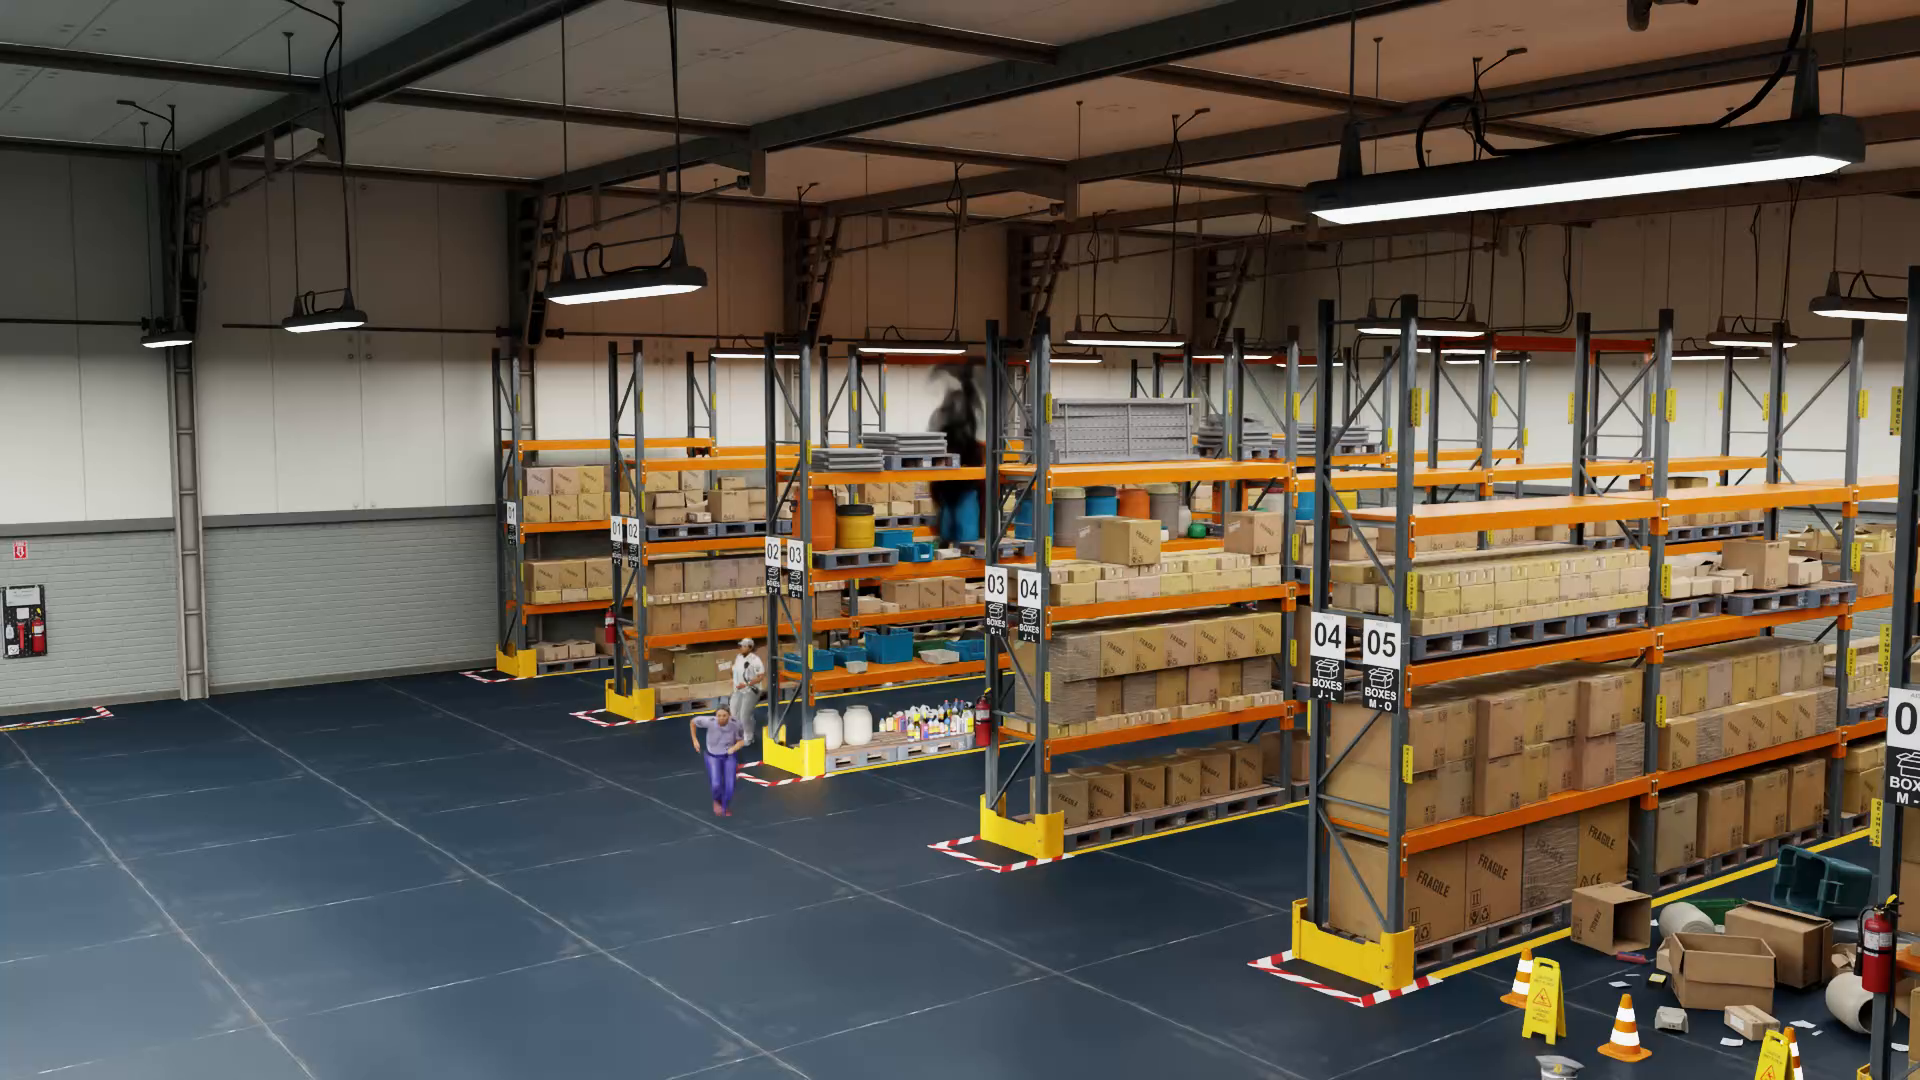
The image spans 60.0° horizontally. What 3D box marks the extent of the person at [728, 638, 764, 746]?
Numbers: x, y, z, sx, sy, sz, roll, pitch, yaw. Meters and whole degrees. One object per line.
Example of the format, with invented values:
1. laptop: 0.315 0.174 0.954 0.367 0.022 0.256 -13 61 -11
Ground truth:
1. person: -3.104 2.235 24.424 0.605 1.635 0.541 4 7 40

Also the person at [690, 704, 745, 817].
1. person: -2.922 2.673 20.075 0.637 1.469 0.863 -1 5 -13

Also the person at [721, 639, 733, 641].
1. person: -4.217 1.655 30.712 0.554 1.660 0.616 -5 7 -43

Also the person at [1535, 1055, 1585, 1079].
1. person: 3.313 3.550 9.142 0.666 1.720 0.922 2 5 23
